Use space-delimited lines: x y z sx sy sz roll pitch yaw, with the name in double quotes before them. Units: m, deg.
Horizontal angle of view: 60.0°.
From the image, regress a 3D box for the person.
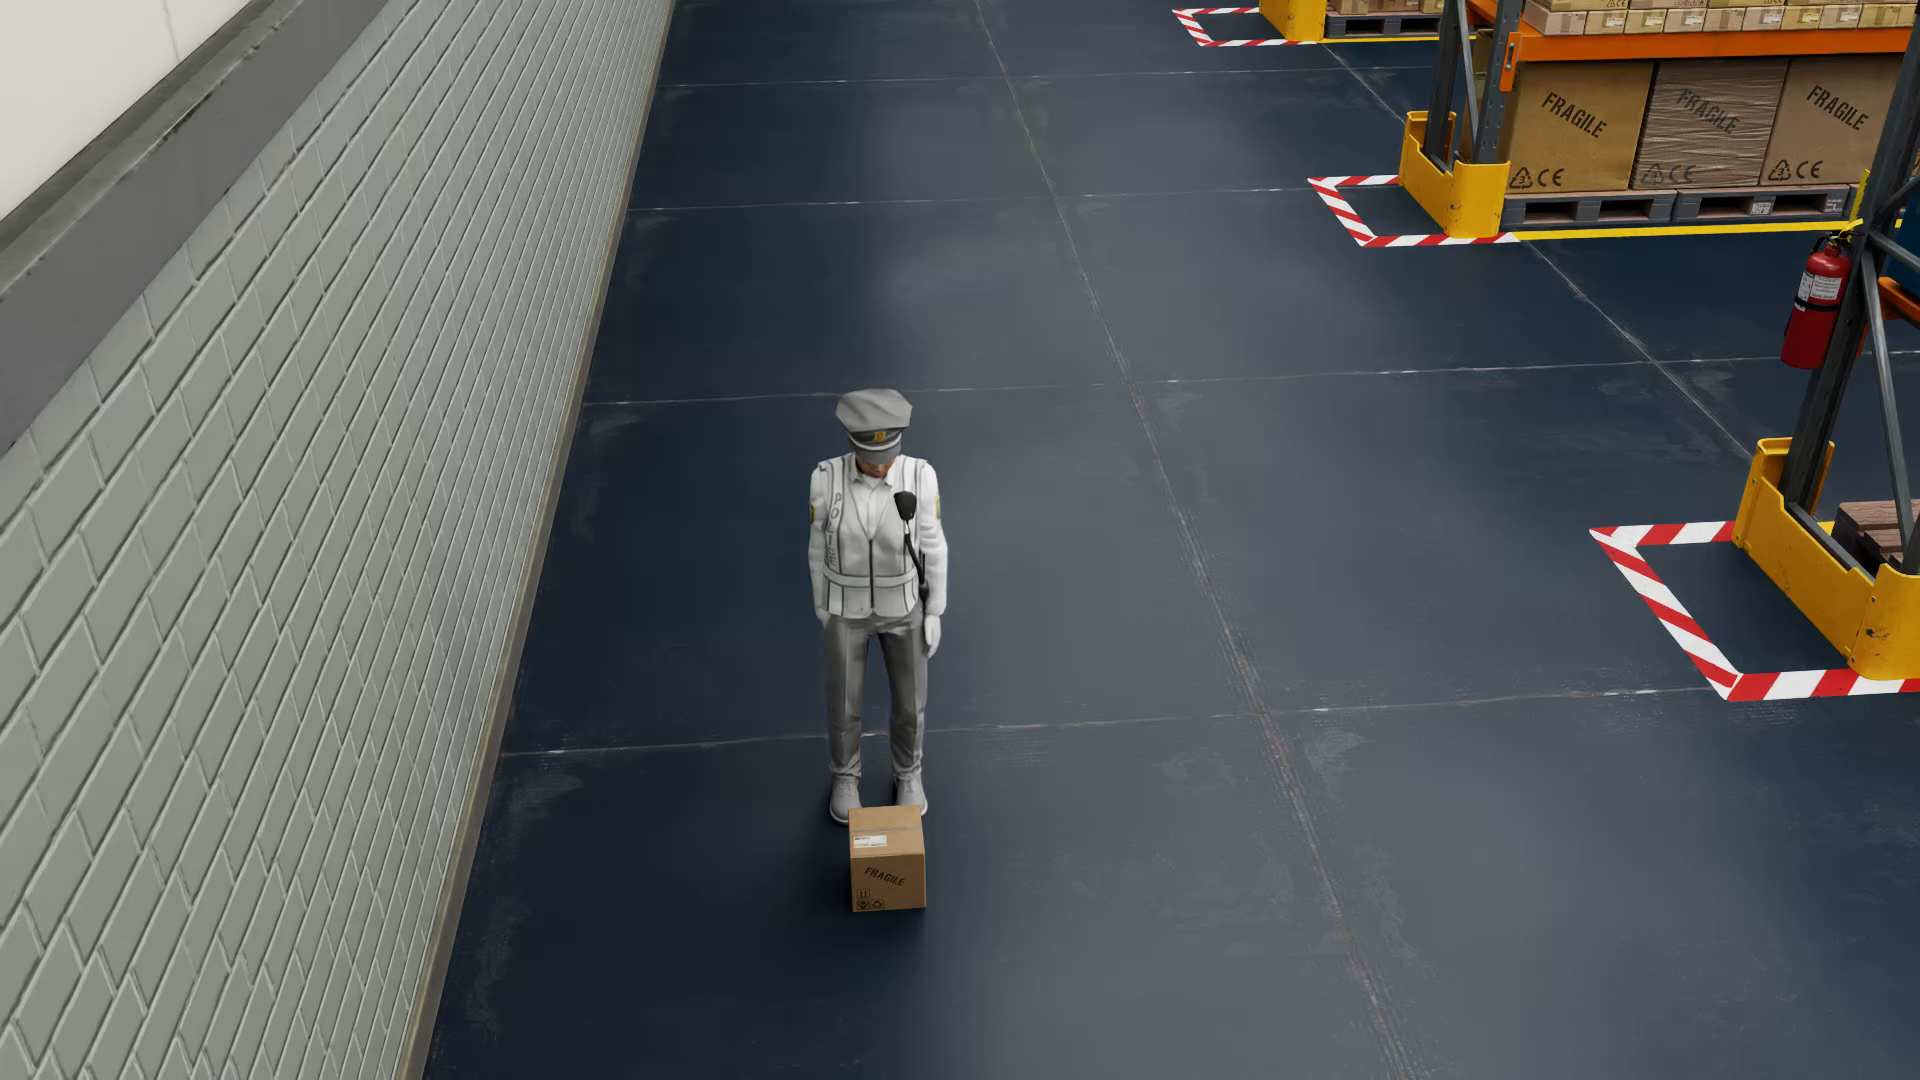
"person" -0.276 0.250 5.734 0.474 1.660 0.327 -2 31 -4
